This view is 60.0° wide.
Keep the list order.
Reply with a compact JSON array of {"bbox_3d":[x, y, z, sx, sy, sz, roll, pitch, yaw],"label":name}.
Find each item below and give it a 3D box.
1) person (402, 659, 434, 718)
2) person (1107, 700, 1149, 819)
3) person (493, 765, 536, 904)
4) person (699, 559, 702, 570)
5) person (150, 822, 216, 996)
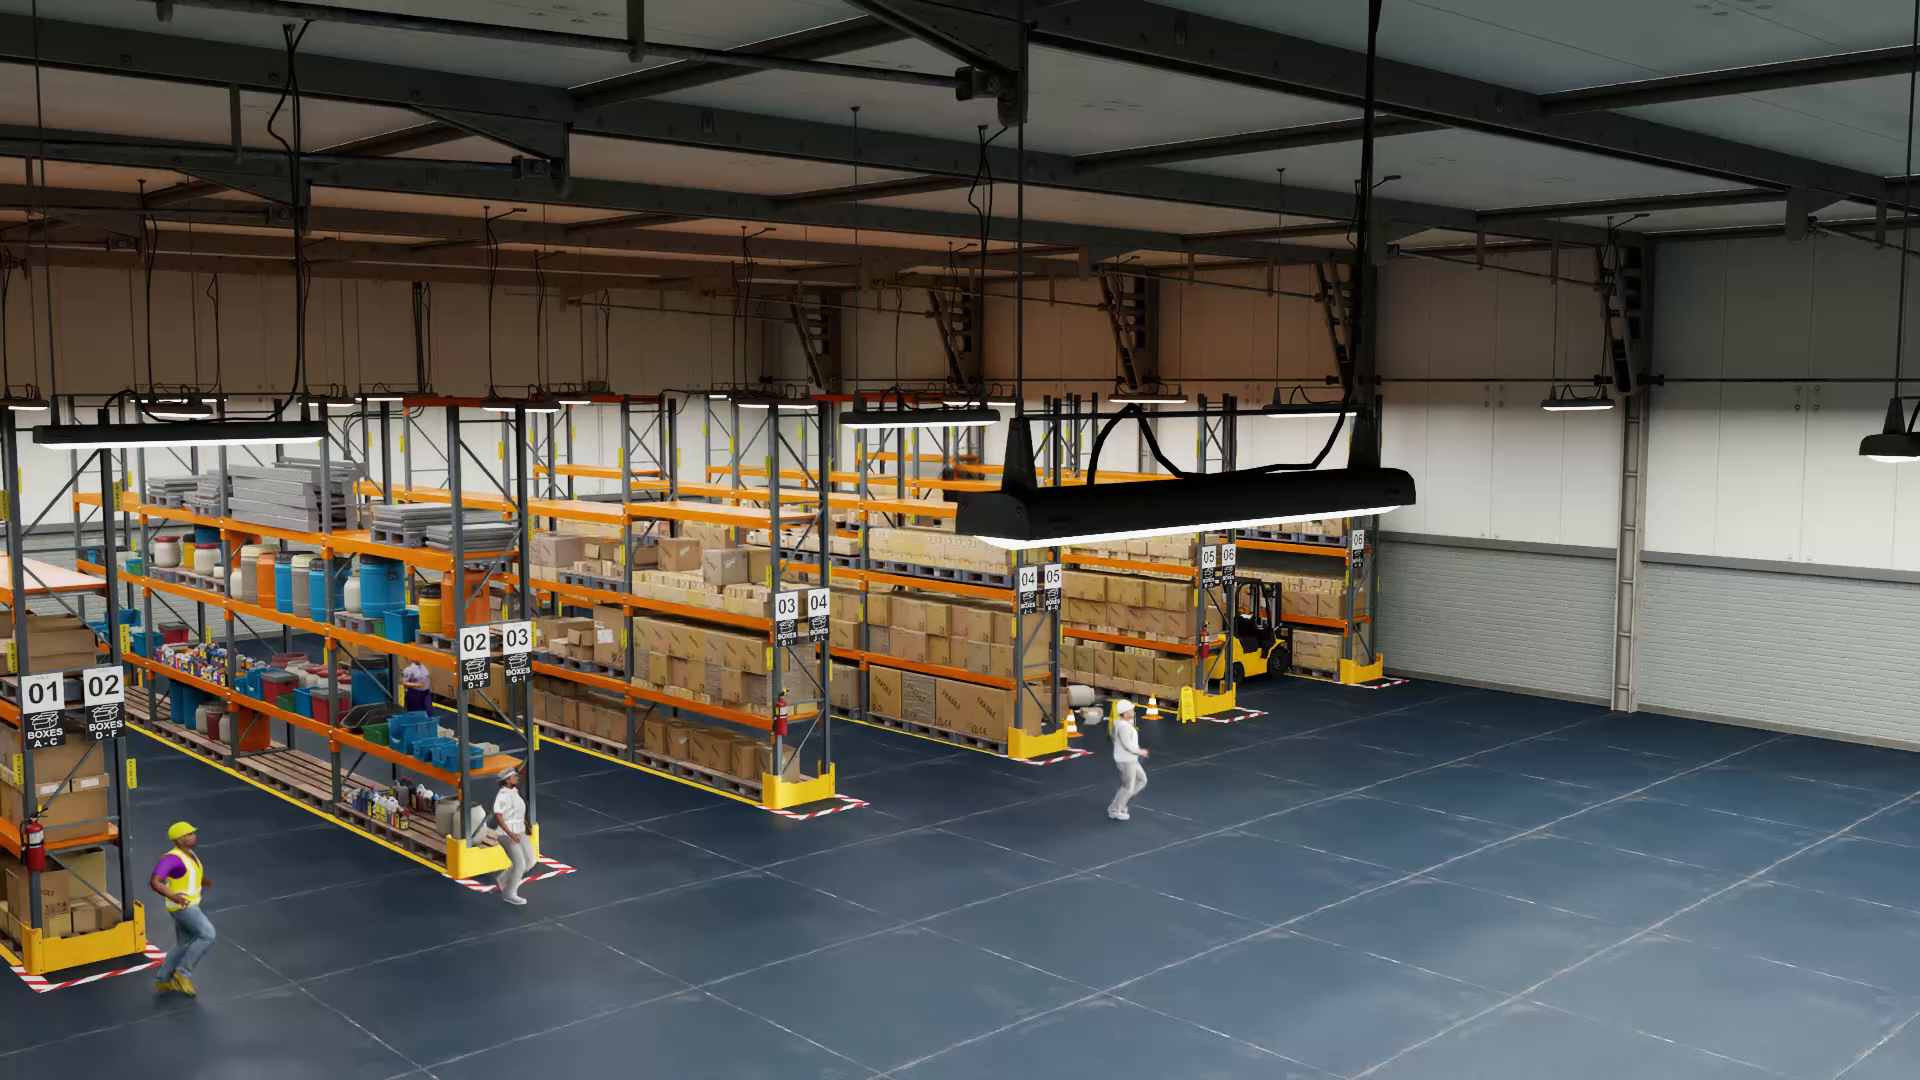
[{"bbox_3d":[-9.363,2.724,28.738,0.904,1.648,0.606,4,7,33],"label":"person"},{"bbox_3d":[2.424,3.148,23.970,0.592,1.729,0.672,0,6,-1],"label":"person"},{"bbox_3d":[-5.409,3.577,20.218,0.497,1.639,0.632,1,6,8],"label":"person"},{"bbox_3d":[-6.935,1.278,44.200,0.742,1.644,0.770,-5,7,-40],"label":"person"},{"bbox_3d":[-8.035,3.803,17.235,0.609,1.777,0.735,-2,6,-15],"label":"person"}]
